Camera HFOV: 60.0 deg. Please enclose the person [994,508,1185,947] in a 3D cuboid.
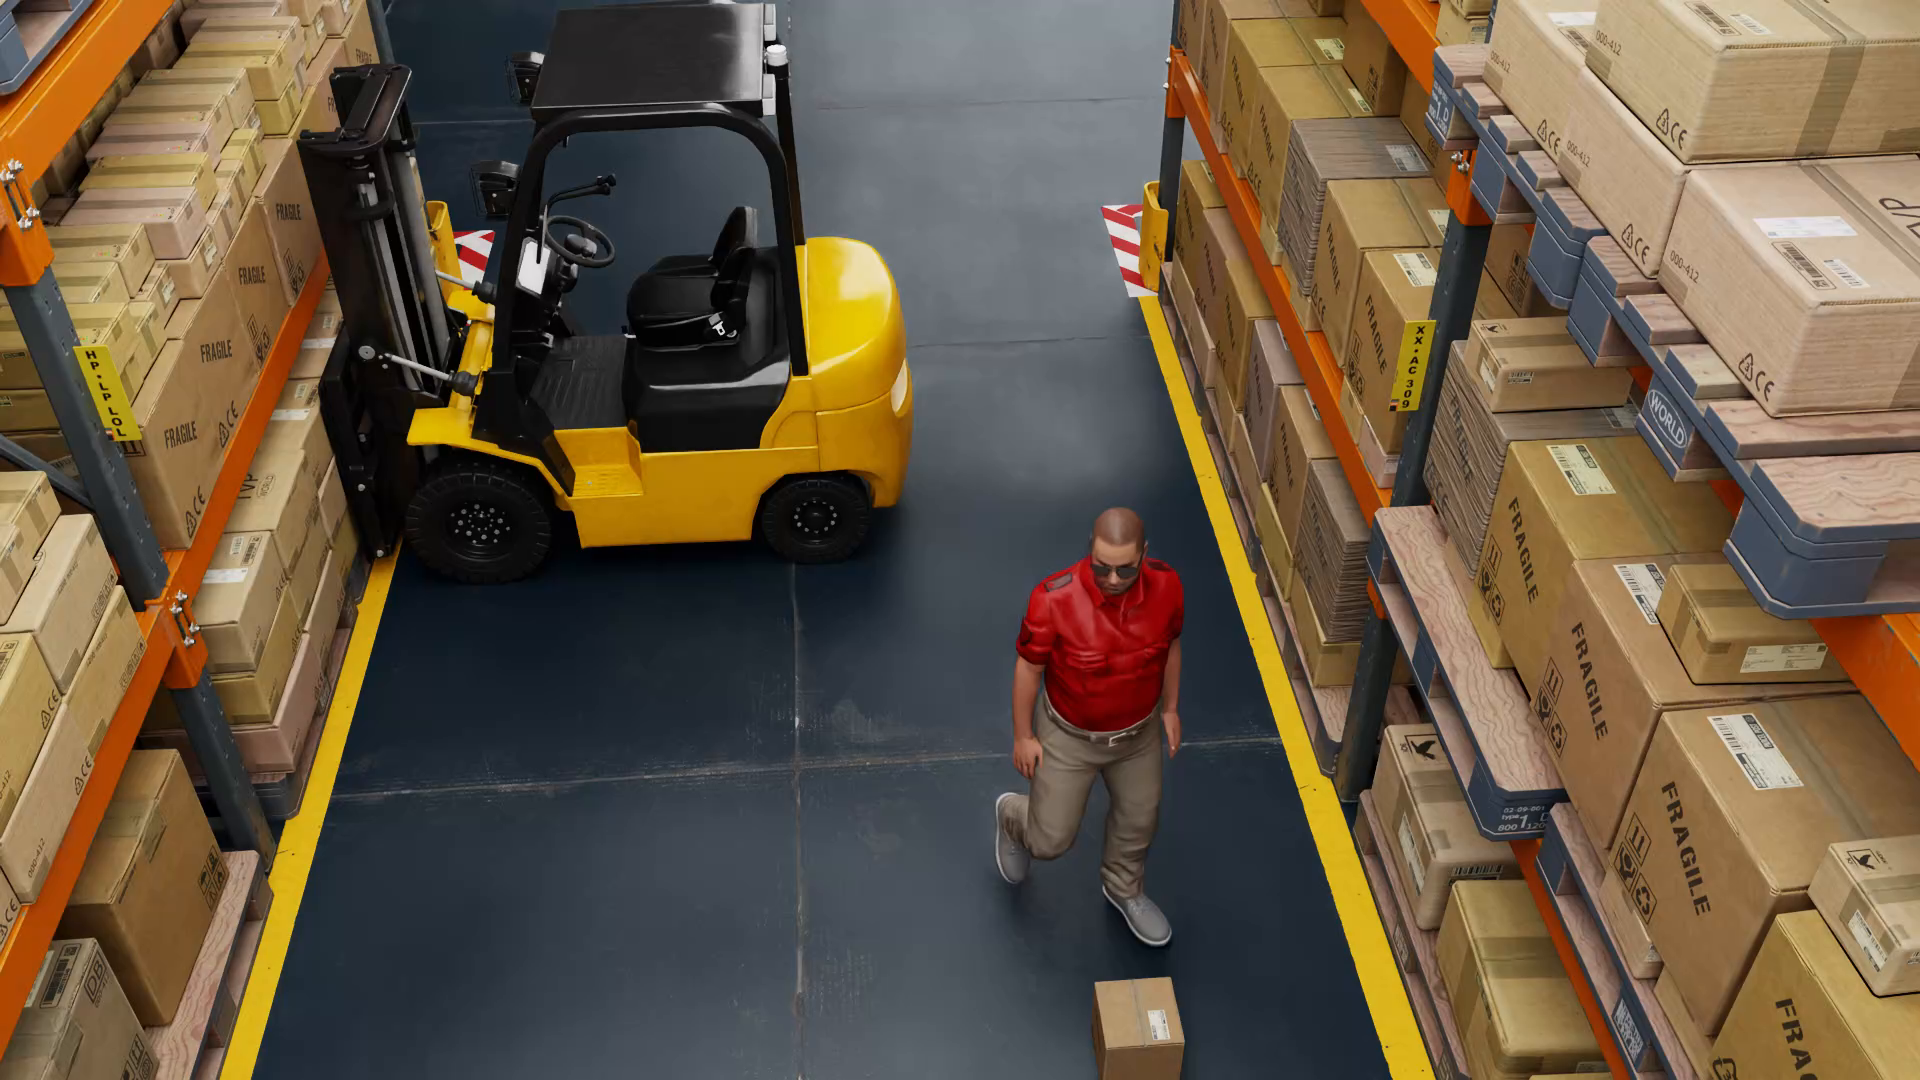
[{"bbox_3d":[0.443,0.590,5.403,0.589,1.721,0.655,-15,41,-18],"label":"person"}]
